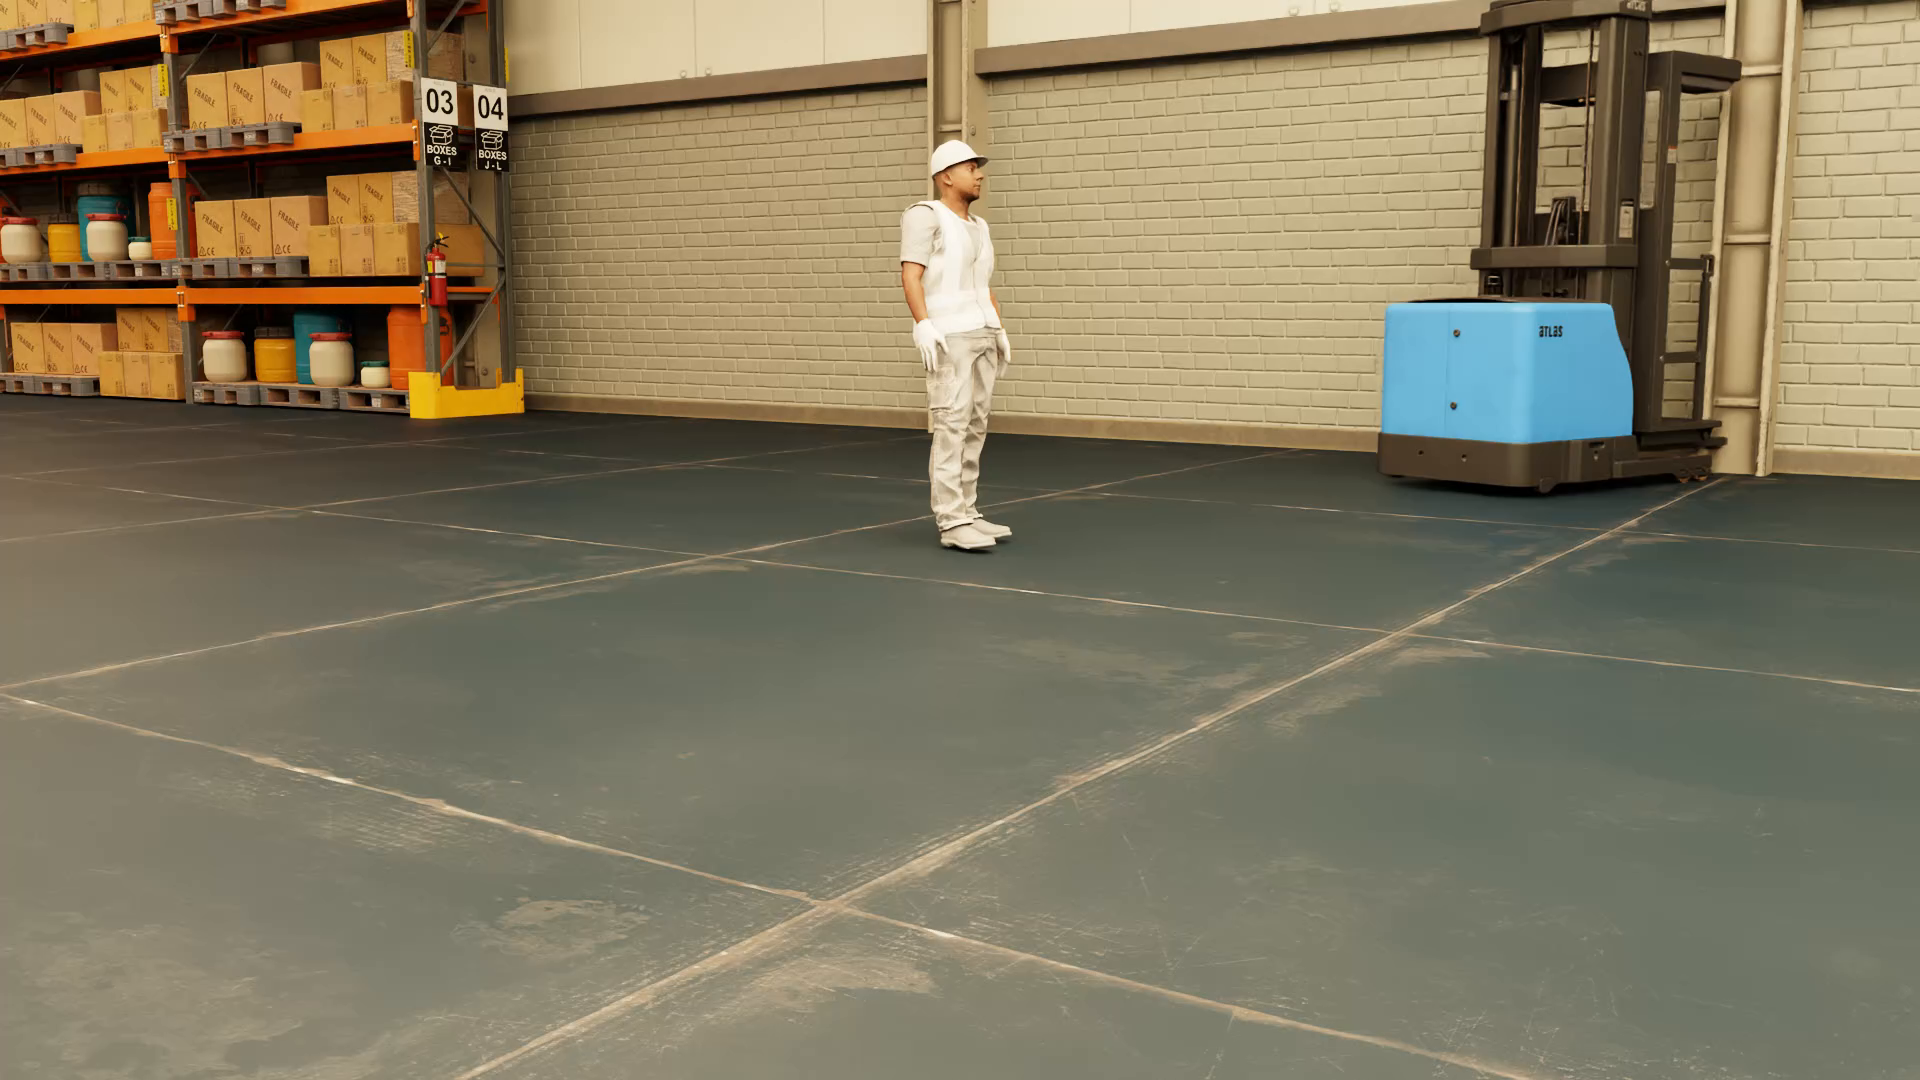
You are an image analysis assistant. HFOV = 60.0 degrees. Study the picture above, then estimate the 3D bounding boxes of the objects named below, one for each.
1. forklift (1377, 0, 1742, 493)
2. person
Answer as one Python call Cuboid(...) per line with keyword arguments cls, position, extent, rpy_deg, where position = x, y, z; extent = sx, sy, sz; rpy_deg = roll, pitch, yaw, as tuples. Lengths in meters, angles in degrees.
Cuboid(cls="forklift", position=(3.976, -1.848, 10.190), extent=(3.031, 2.935, 1.130), rpy_deg=(-6, 10, -36))
Cuboid(cls="person", position=(0.055, -0.884, 7.430), extent=(0.575, 1.785, 0.657), rpy_deg=(5, 10, 34))
